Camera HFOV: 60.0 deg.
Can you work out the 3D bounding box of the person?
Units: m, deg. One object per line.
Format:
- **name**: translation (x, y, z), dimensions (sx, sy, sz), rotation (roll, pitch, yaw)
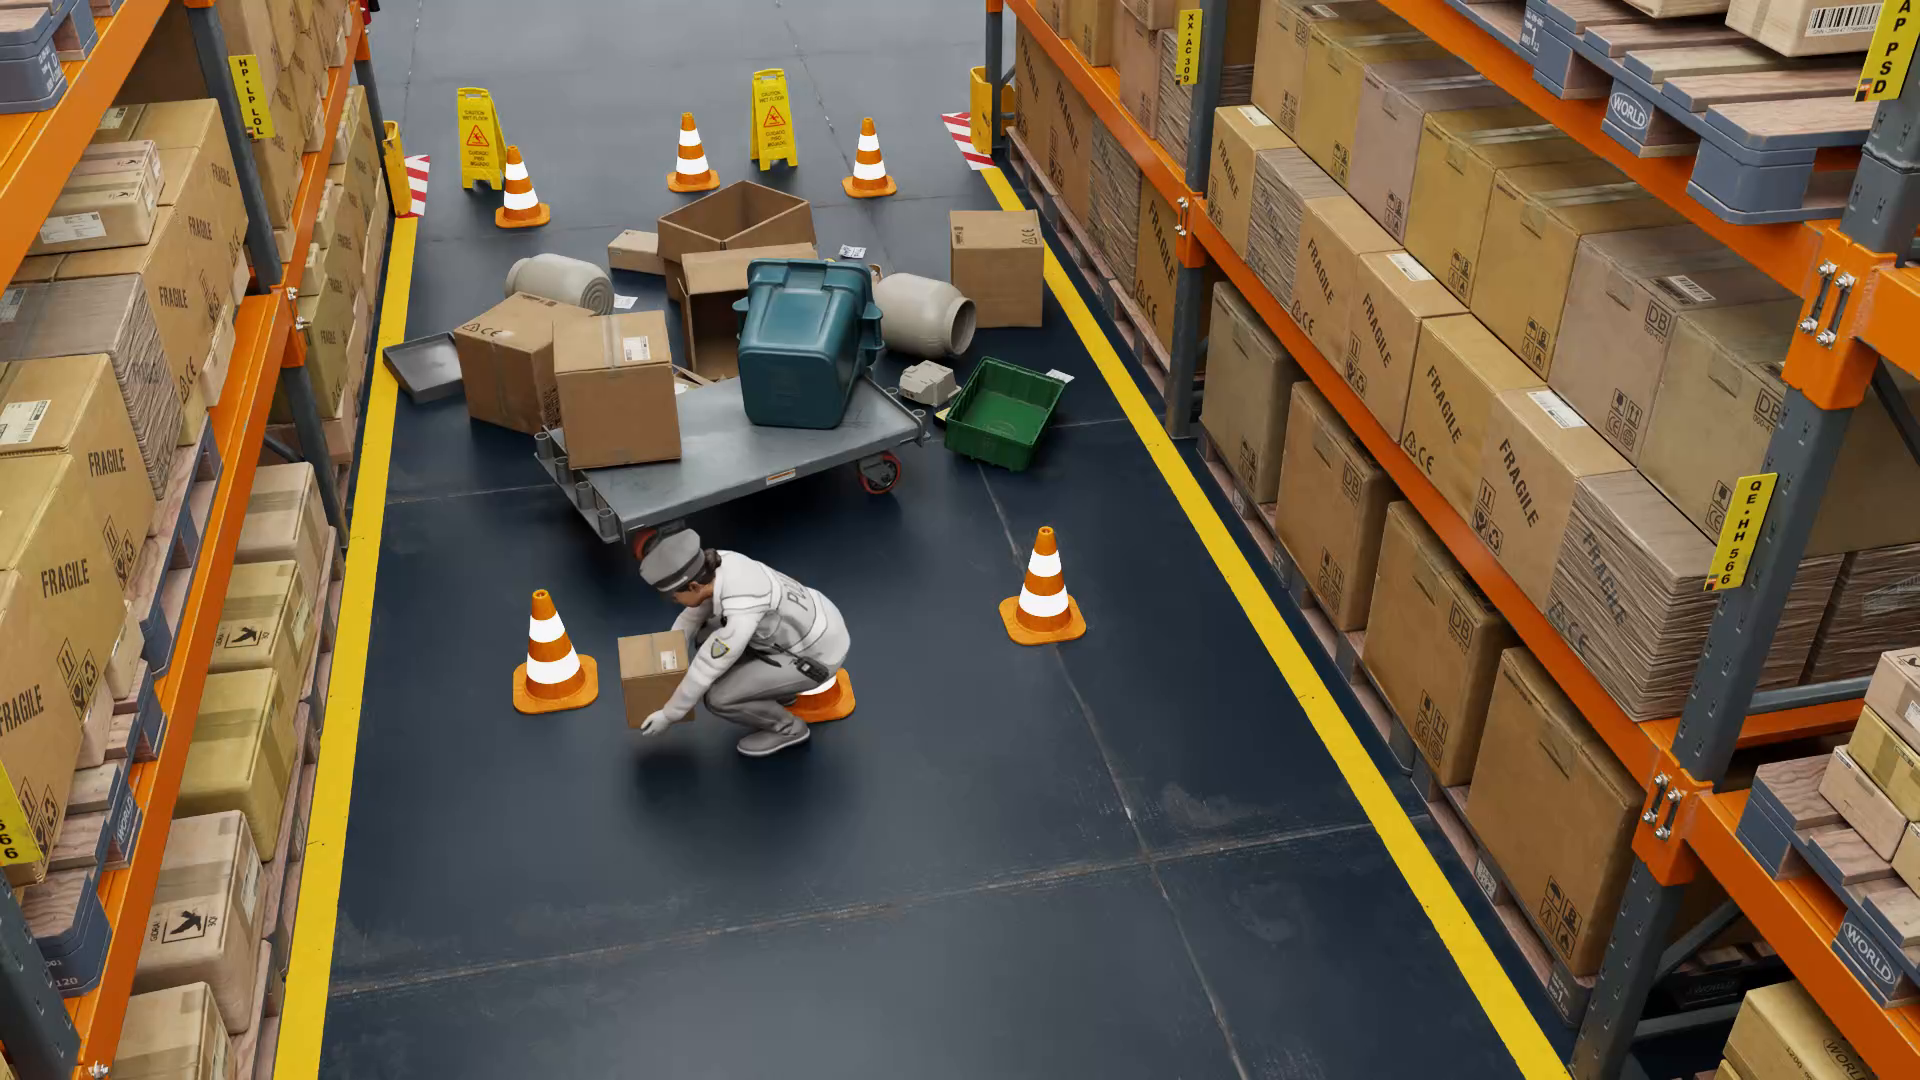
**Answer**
- **person**: translation (-0.824, 0.372, 6.253), dimensions (0.815, 1.011, 0.477), rotation (-7, 35, -10)
